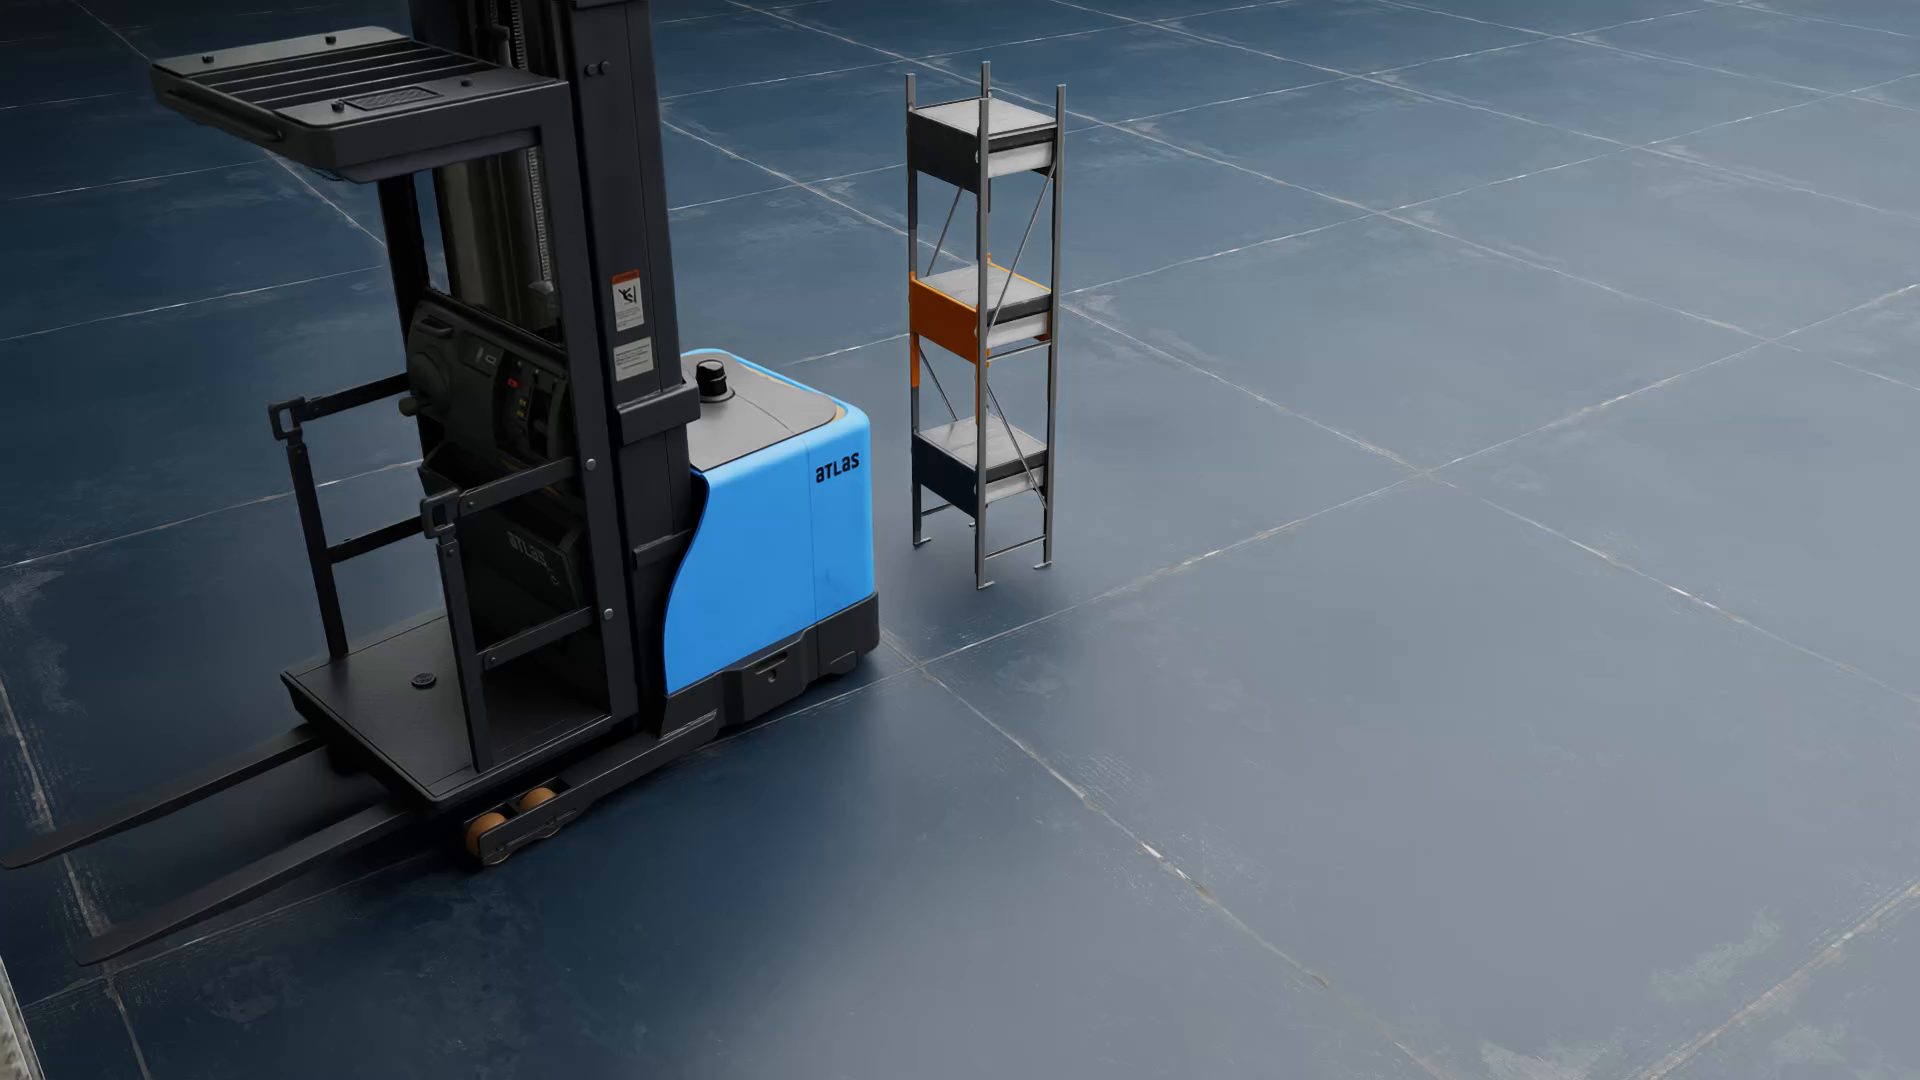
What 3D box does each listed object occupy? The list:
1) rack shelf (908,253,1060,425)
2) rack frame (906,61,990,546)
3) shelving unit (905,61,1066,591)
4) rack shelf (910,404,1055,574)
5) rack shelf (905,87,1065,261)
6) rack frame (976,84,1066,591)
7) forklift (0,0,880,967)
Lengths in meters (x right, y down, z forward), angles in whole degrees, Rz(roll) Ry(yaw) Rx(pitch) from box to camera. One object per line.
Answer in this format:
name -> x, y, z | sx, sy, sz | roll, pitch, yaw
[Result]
rack shelf -> 0.096, -0.846, 6.938 | 0.431, 0.518, 0.480 | -19, 34, -31
rack frame -> -0.046, -0.953, 7.106 | 0.400, 2.100, 0.015 | -19, 34, -31
shelving unit -> 0.096, -0.858, 6.932 | 0.431, 2.100, 0.503 | -19, 34, -31
rack shelf -> 0.096, -0.231, 7.272 | 0.431, 0.518, 0.480 | -19, 34, -31
rack shelf -> 0.096, -1.461, 6.604 | 0.431, 0.518, 0.480 | -19, 34, -31
rack frame -> 0.238, -0.763, 6.757 | 0.400, 2.100, 0.015 | -19, 34, -31
forklift -> -1.717, -0.484, 5.371 | 1.130, 2.935, 3.031 | 25, 37, 38
